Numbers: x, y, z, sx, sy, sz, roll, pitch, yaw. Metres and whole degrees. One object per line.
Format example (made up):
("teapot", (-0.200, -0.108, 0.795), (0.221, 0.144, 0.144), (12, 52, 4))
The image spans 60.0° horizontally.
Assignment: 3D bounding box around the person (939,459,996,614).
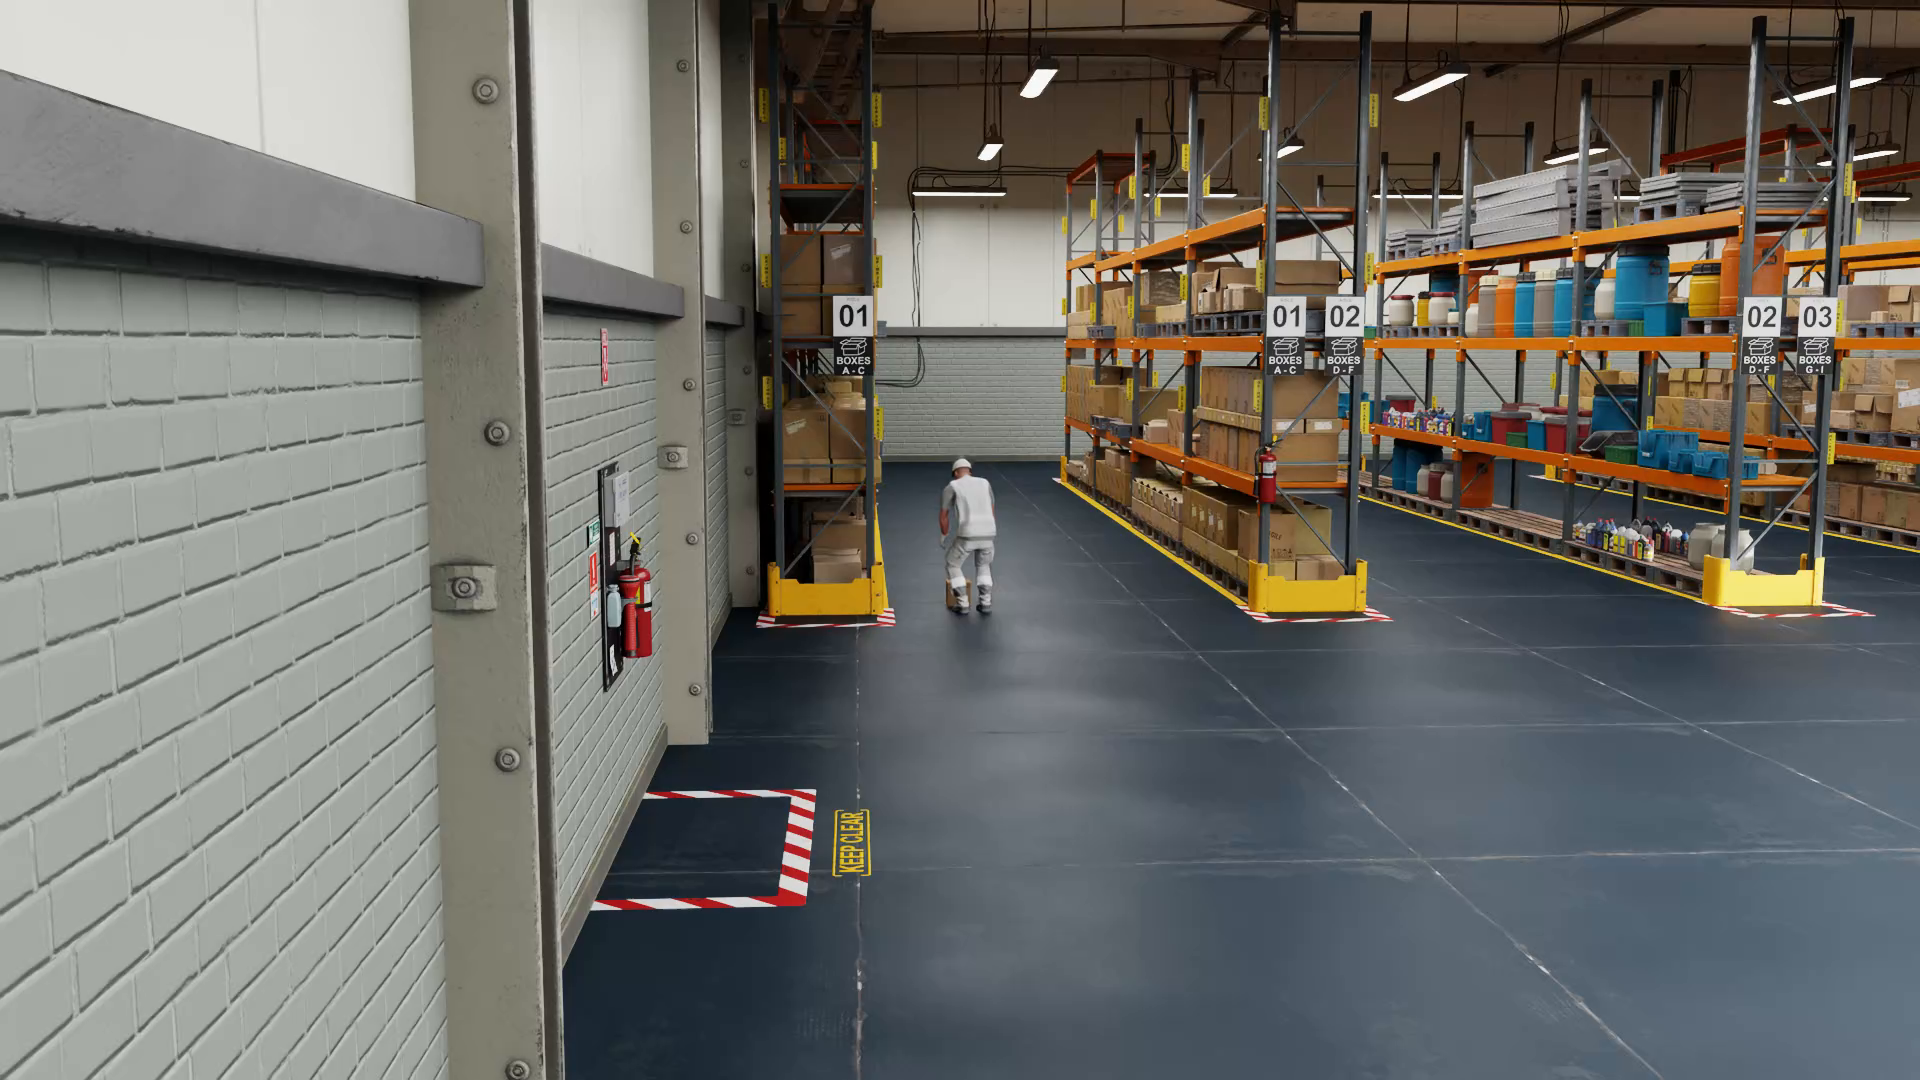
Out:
("person", (0.077, -0.042, 16.988), (0.577, 1.555, 0.669), (-2, 7, -16))
